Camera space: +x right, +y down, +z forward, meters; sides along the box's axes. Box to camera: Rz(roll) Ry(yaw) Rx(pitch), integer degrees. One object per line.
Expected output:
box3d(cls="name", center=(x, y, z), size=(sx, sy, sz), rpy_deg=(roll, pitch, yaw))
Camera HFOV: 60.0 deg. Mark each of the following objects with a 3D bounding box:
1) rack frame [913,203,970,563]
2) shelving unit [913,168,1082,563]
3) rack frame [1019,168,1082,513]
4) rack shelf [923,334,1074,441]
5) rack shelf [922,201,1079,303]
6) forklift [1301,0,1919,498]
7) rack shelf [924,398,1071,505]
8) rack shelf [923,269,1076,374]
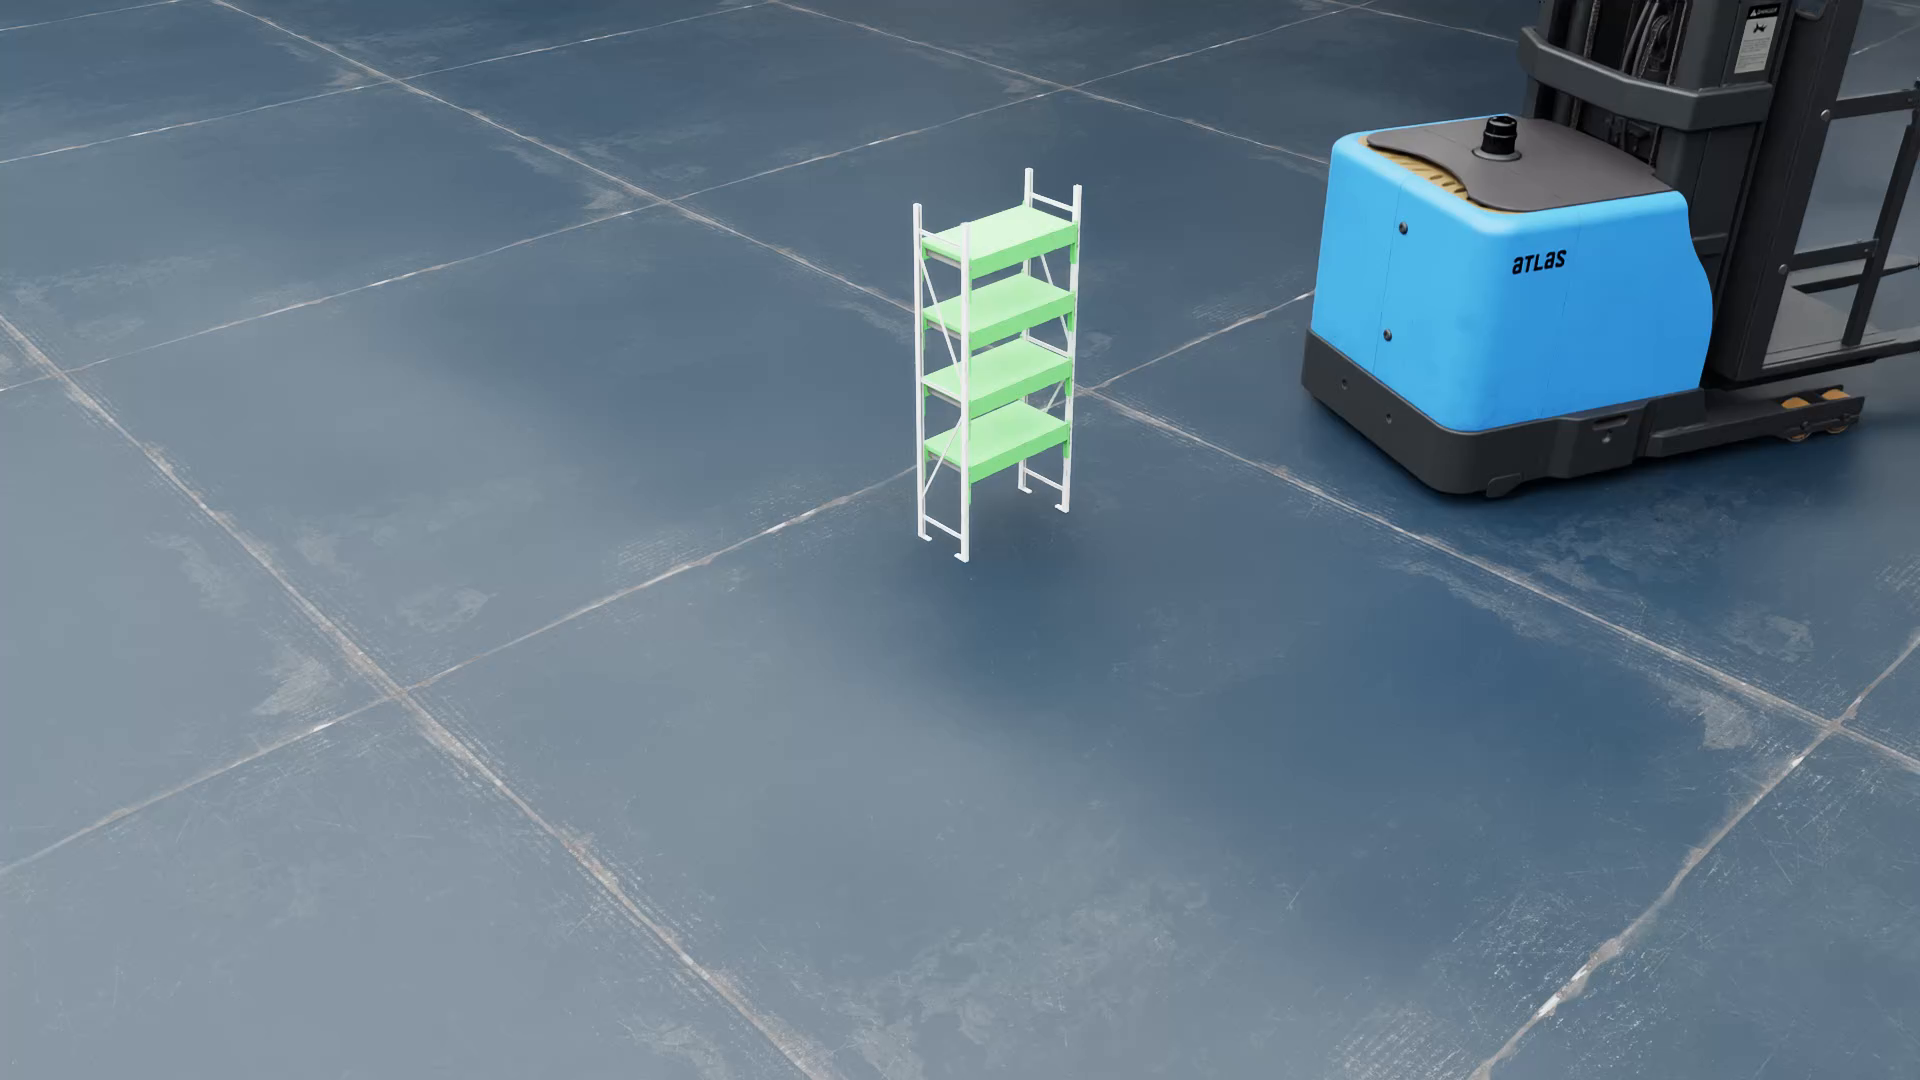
box3d(cls="rack frame", center=(-0.058, -0.484, 5.391), size=(0.015, 1.200, 0.240), rpy_deg=(-26, 40, -35))
box3d(cls="shelving unit", center=(0.121, -0.571, 5.533), size=(0.503, 1.200, 0.258), rpy_deg=(-26, 40, -35))
box3d(cls="rack frame", center=(0.300, -0.657, 5.675), size=(0.015, 1.200, 0.240), rpy_deg=(-26, 40, -35))
box3d(cls="rack shelf", center=(0.121, -0.516, 5.566), size=(0.480, 0.148, 0.258), rpy_deg=(-26, 40, -35))
box3d(cls="rack shelf", center=(0.121, -0.926, 5.316), size=(0.480, 0.148, 0.258), rpy_deg=(-26, 40, -35))
box3d(cls="forklift", center=(2.932, -1.871, 6.000), size=(3.031, 2.935, 1.130), rpy_deg=(-11, 33, -18))
box3d(cls="rack shelf", center=(0.121, -0.311, 5.692), size=(0.480, 0.148, 0.258), rpy_deg=(-26, 40, -35))
box3d(cls="rack shelf", center=(0.121, -0.721, 5.441), size=(0.480, 0.148, 0.258), rpy_deg=(-26, 40, -35))
